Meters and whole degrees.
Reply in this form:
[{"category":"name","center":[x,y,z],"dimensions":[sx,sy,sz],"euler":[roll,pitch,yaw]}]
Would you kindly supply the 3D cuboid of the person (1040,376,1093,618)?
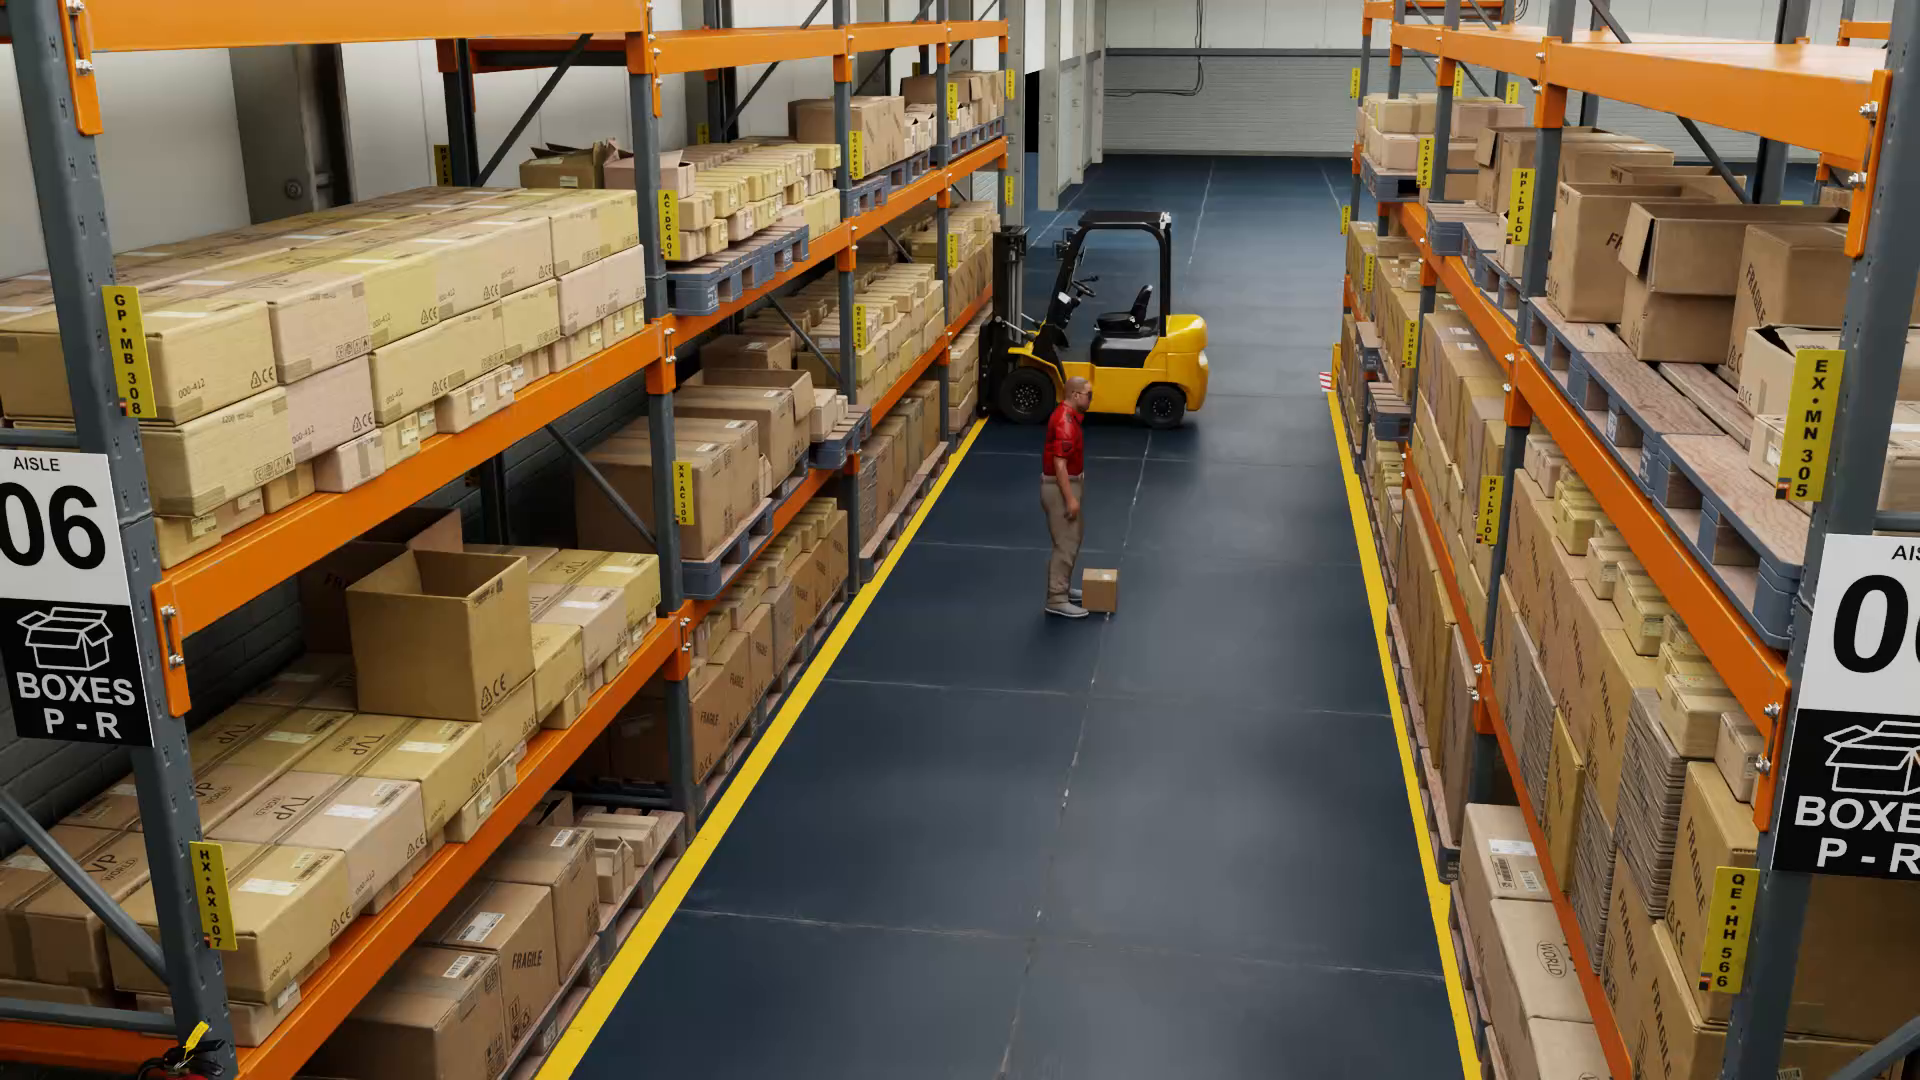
[{"category":"person","center":[0.782,-0.342,12.139],"dimensions":[0.385,1.728,0.605],"euler":[2,18,6]}]
